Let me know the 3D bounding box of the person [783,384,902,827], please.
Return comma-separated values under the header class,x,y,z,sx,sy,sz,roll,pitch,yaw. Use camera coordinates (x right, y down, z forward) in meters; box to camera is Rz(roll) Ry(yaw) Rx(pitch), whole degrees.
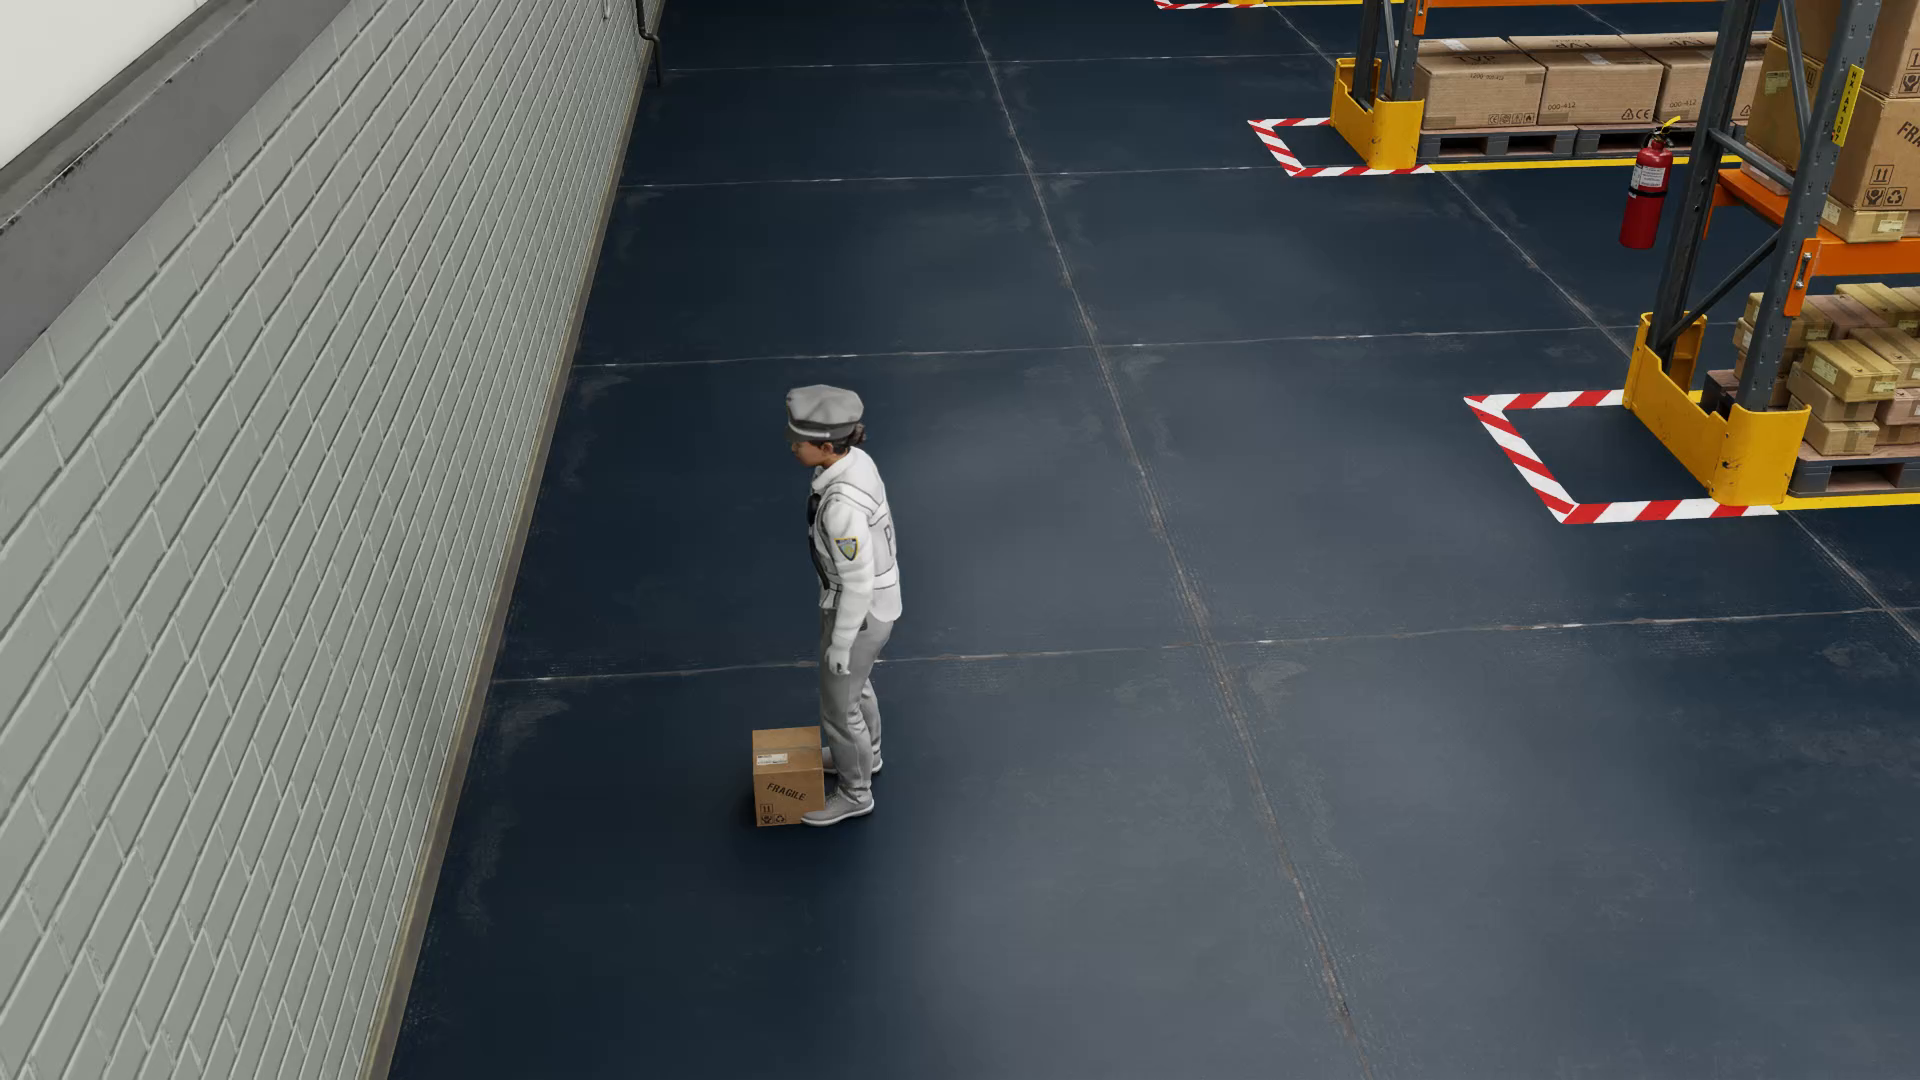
class,x,y,z,sx,sy,sz,roll,pitch,yaw
person,-0.404,0.240,5.734,0.405,1.663,0.530,-3,31,-4
